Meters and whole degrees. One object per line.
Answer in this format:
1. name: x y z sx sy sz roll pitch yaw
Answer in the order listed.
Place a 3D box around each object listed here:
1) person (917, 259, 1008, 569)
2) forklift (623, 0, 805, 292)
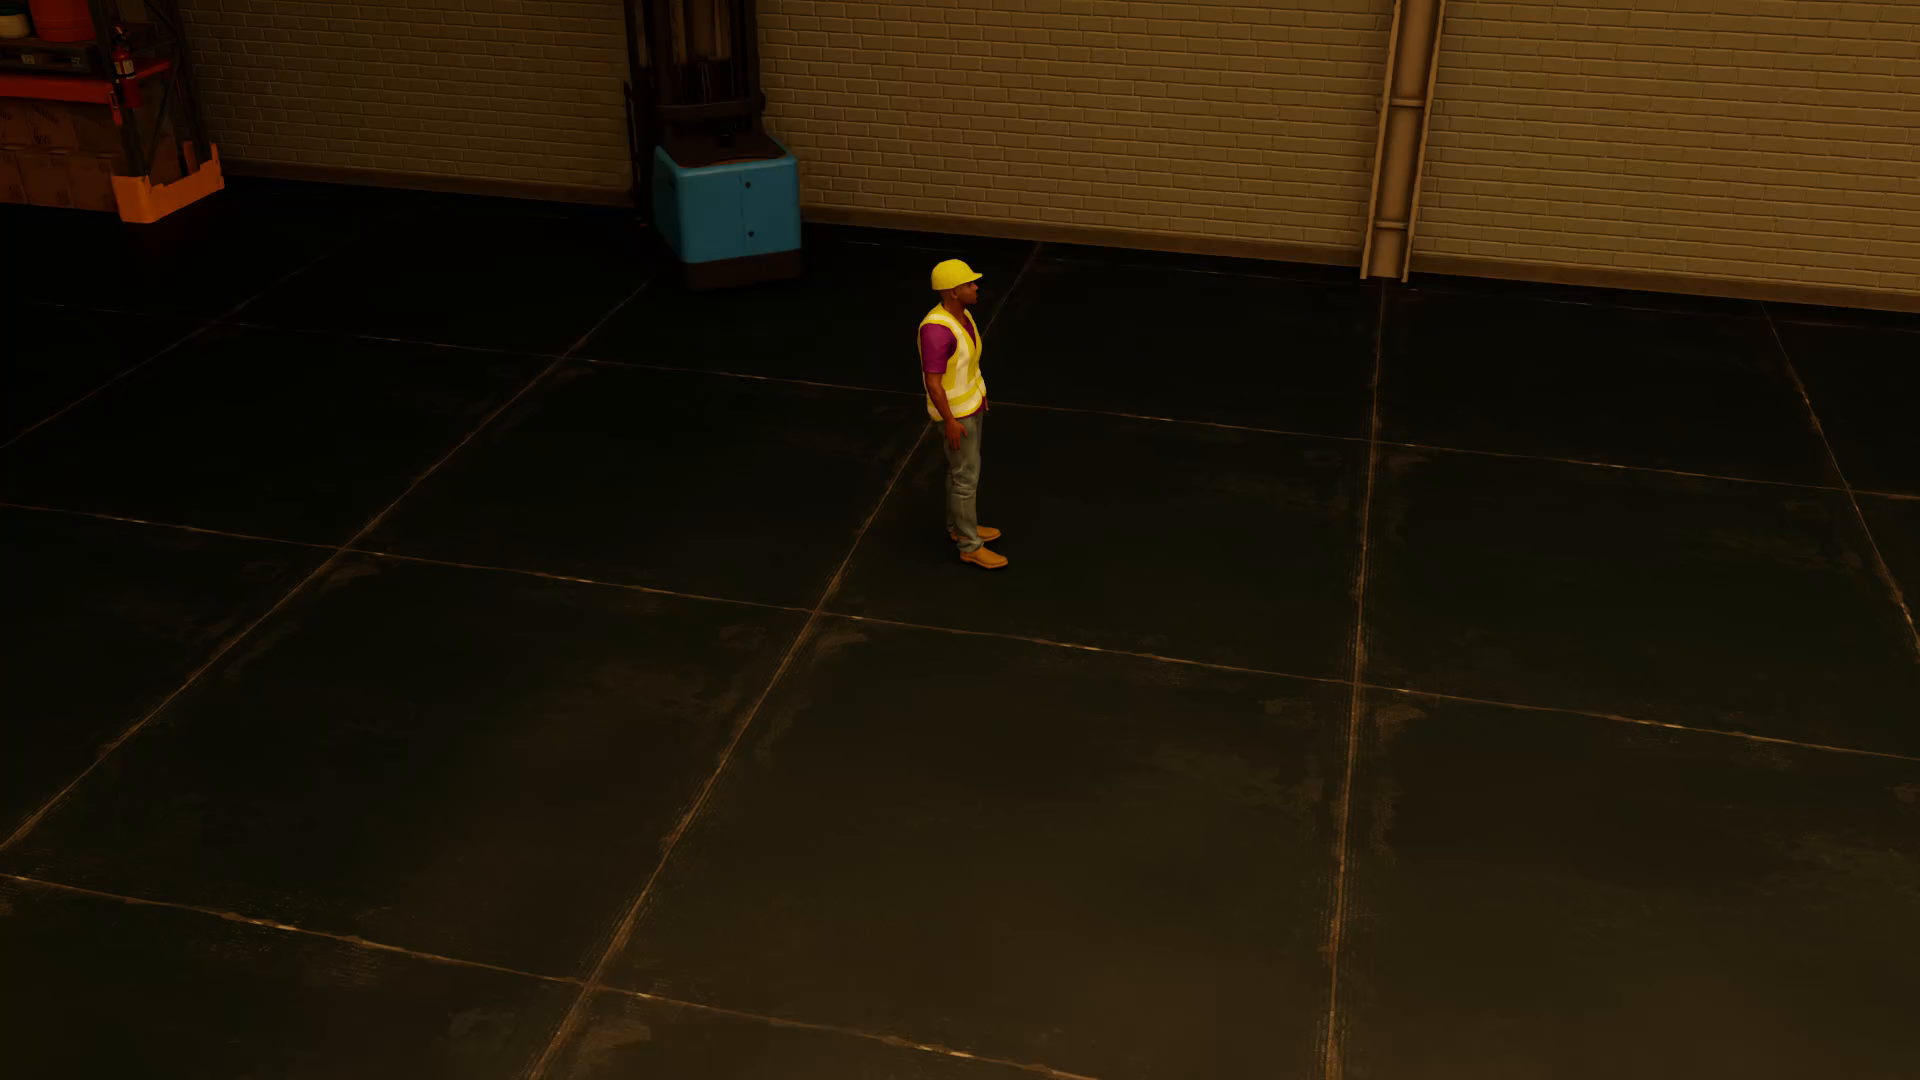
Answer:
1. person: 0.066 -0.764 9.684 0.577 1.765 0.665 7 30 12
2. forklift: -2.323 -4.011 14.249 1.130 2.935 3.031 -11 31 -19
